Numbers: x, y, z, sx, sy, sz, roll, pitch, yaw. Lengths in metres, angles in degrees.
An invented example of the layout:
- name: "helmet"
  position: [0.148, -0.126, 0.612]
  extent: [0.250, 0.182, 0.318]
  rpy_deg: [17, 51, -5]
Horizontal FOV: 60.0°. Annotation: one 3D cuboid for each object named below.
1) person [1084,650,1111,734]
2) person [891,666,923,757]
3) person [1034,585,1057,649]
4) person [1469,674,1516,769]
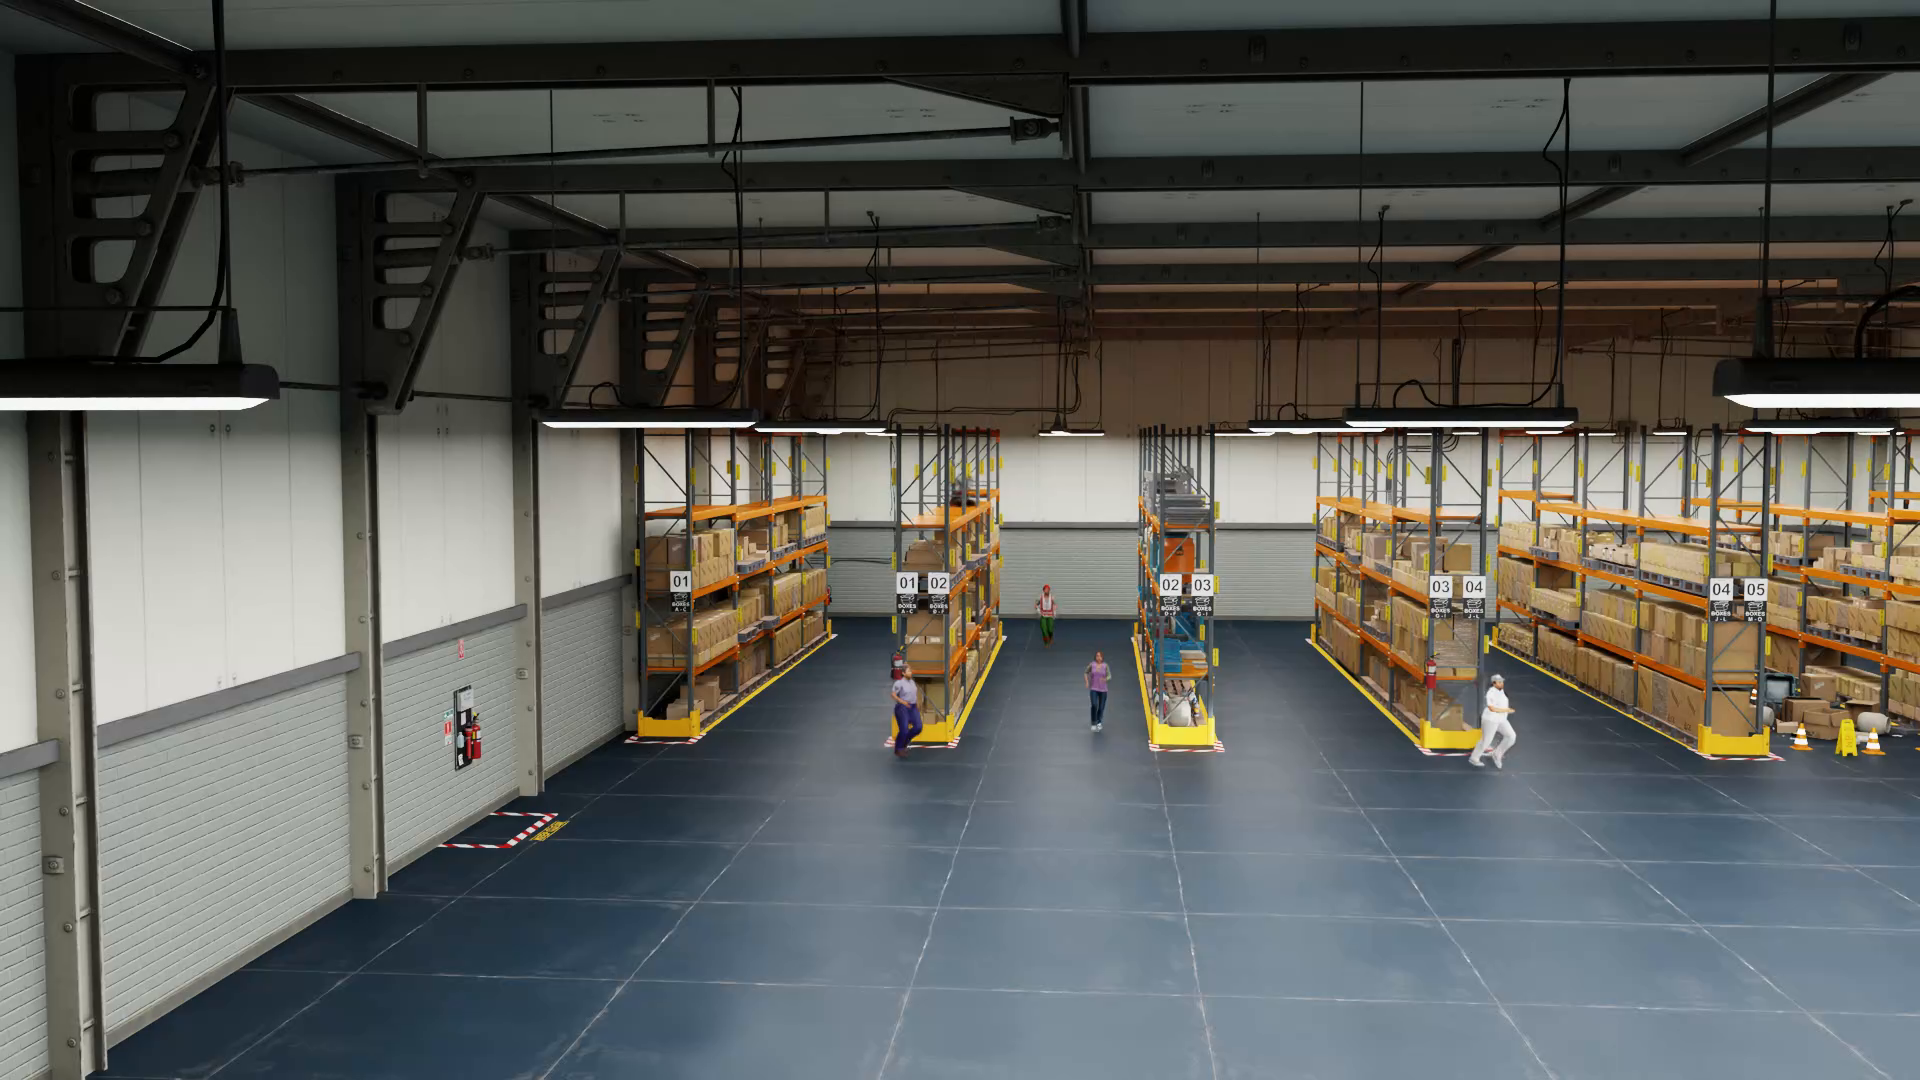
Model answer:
- name: "person"
  position: [2.682, 2.954, 32.335]
  extent: [0.503, 1.617, 0.682]
  rpy_deg: [0, 3, -2]
- name: "person"
  position: [-0.928, 3.093, 30.082]
  extent: [0.631, 1.617, 0.504]
  rpy_deg: [-3, 5, -45]
- name: "person"
  position: [2.338, 2.096, 45.344]
  extent: [0.642, 1.753, 0.638]
  rpy_deg: [0, 3, -1]
- name: "person"
  position: [9.277, 3.139, 28.813]
  extent: [0.618, 1.647, 0.828]
  rpy_deg: [-3, 5, -41]
